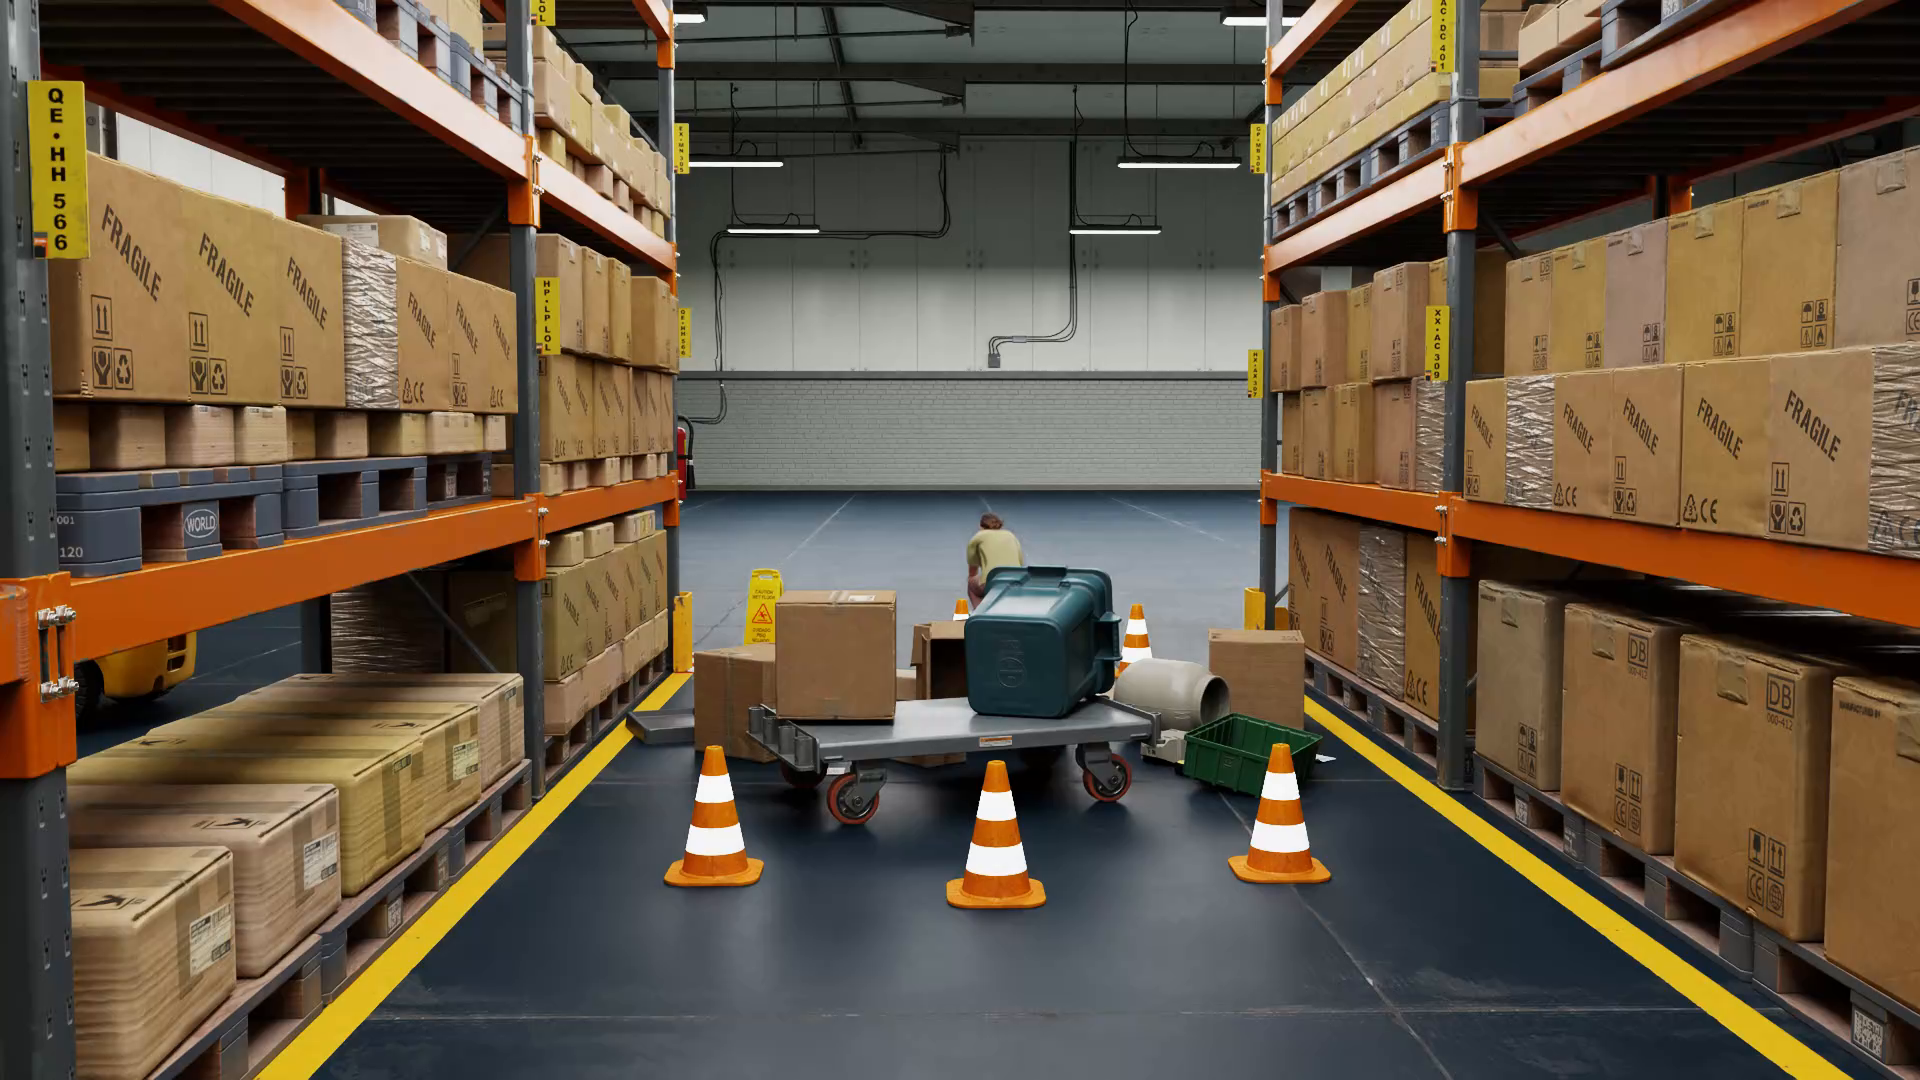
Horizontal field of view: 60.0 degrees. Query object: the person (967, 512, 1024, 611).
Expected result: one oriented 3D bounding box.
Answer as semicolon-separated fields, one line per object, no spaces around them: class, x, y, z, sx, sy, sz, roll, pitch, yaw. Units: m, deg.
person;0.297;0.252;13.382;0.482;0.923;0.806;0;4;-1
